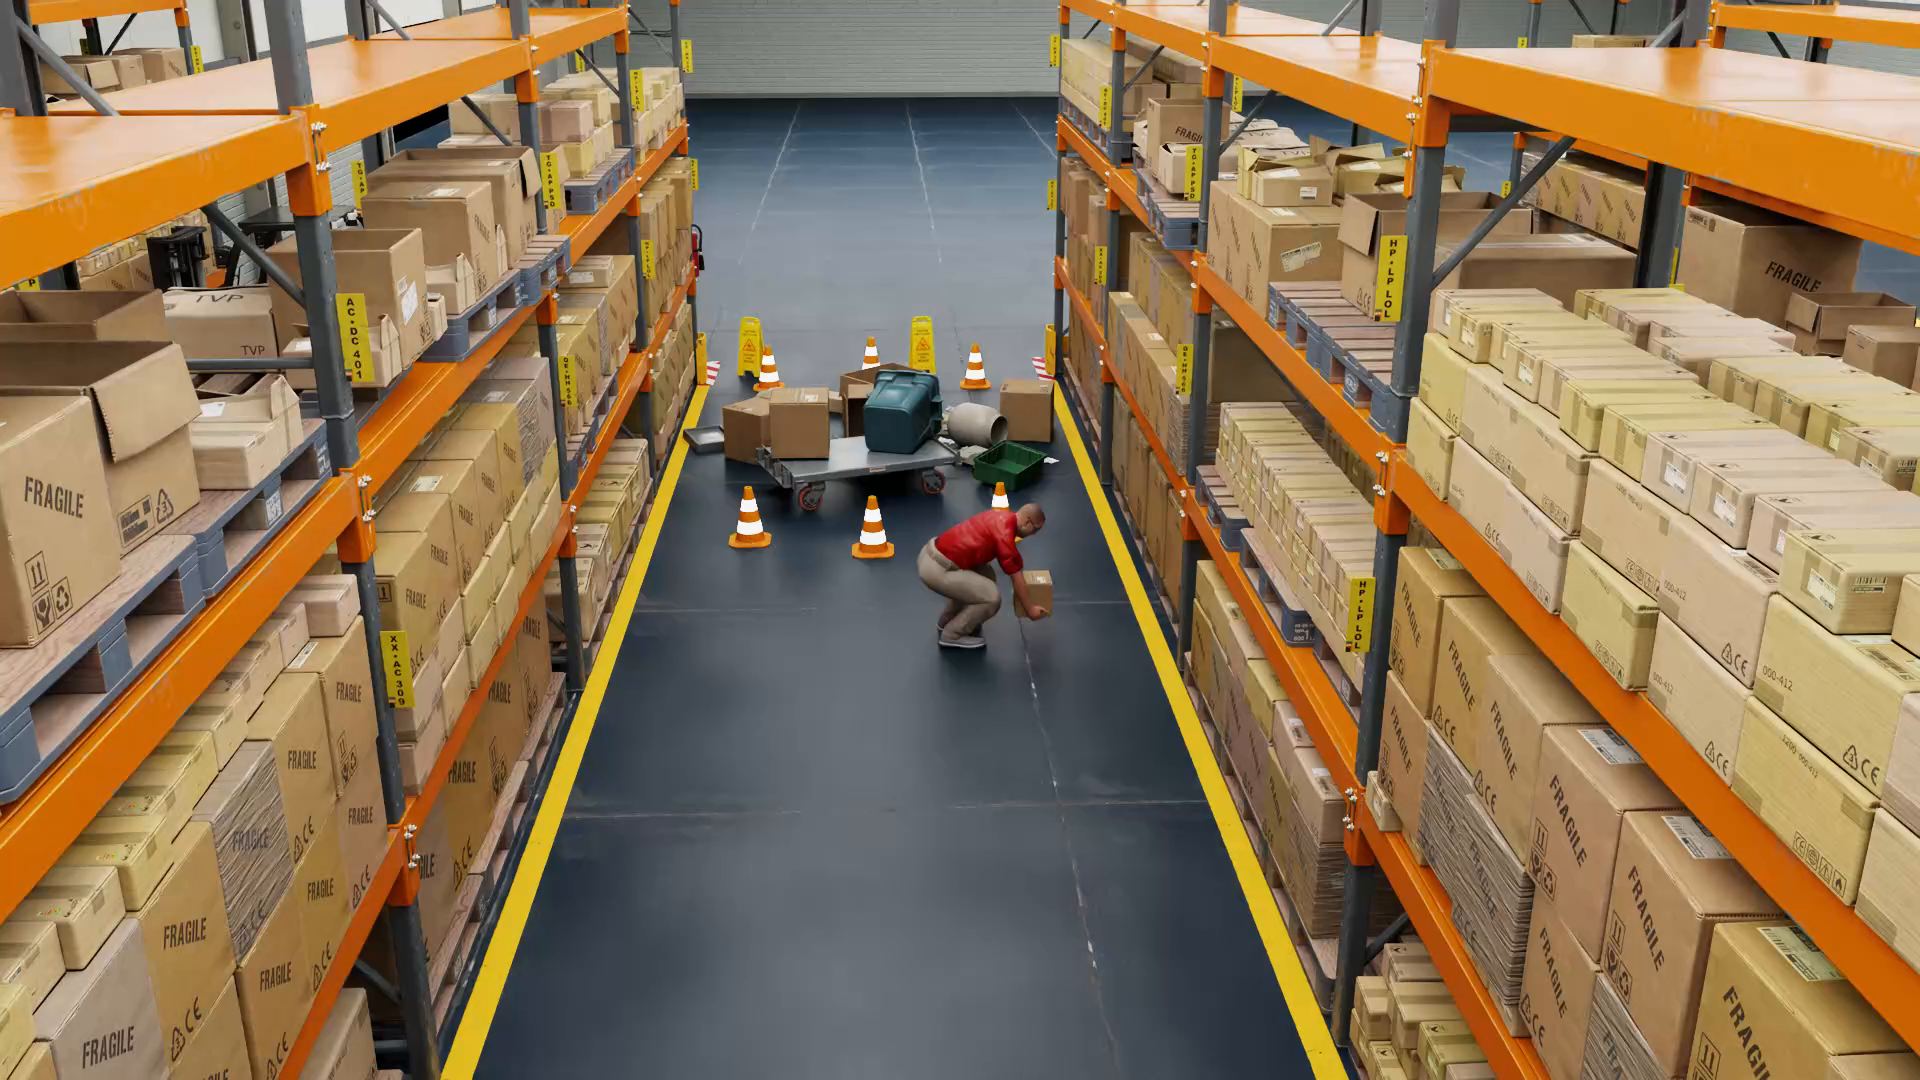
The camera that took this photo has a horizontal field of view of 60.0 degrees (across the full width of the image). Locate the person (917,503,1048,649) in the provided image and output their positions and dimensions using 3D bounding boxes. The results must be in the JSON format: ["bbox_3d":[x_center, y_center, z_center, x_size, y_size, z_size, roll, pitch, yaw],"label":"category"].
[{"bbox_3d":[0.158,0.232,11.573,0.908,0.977,0.536,-2,20,-5],"label":"person"}]
